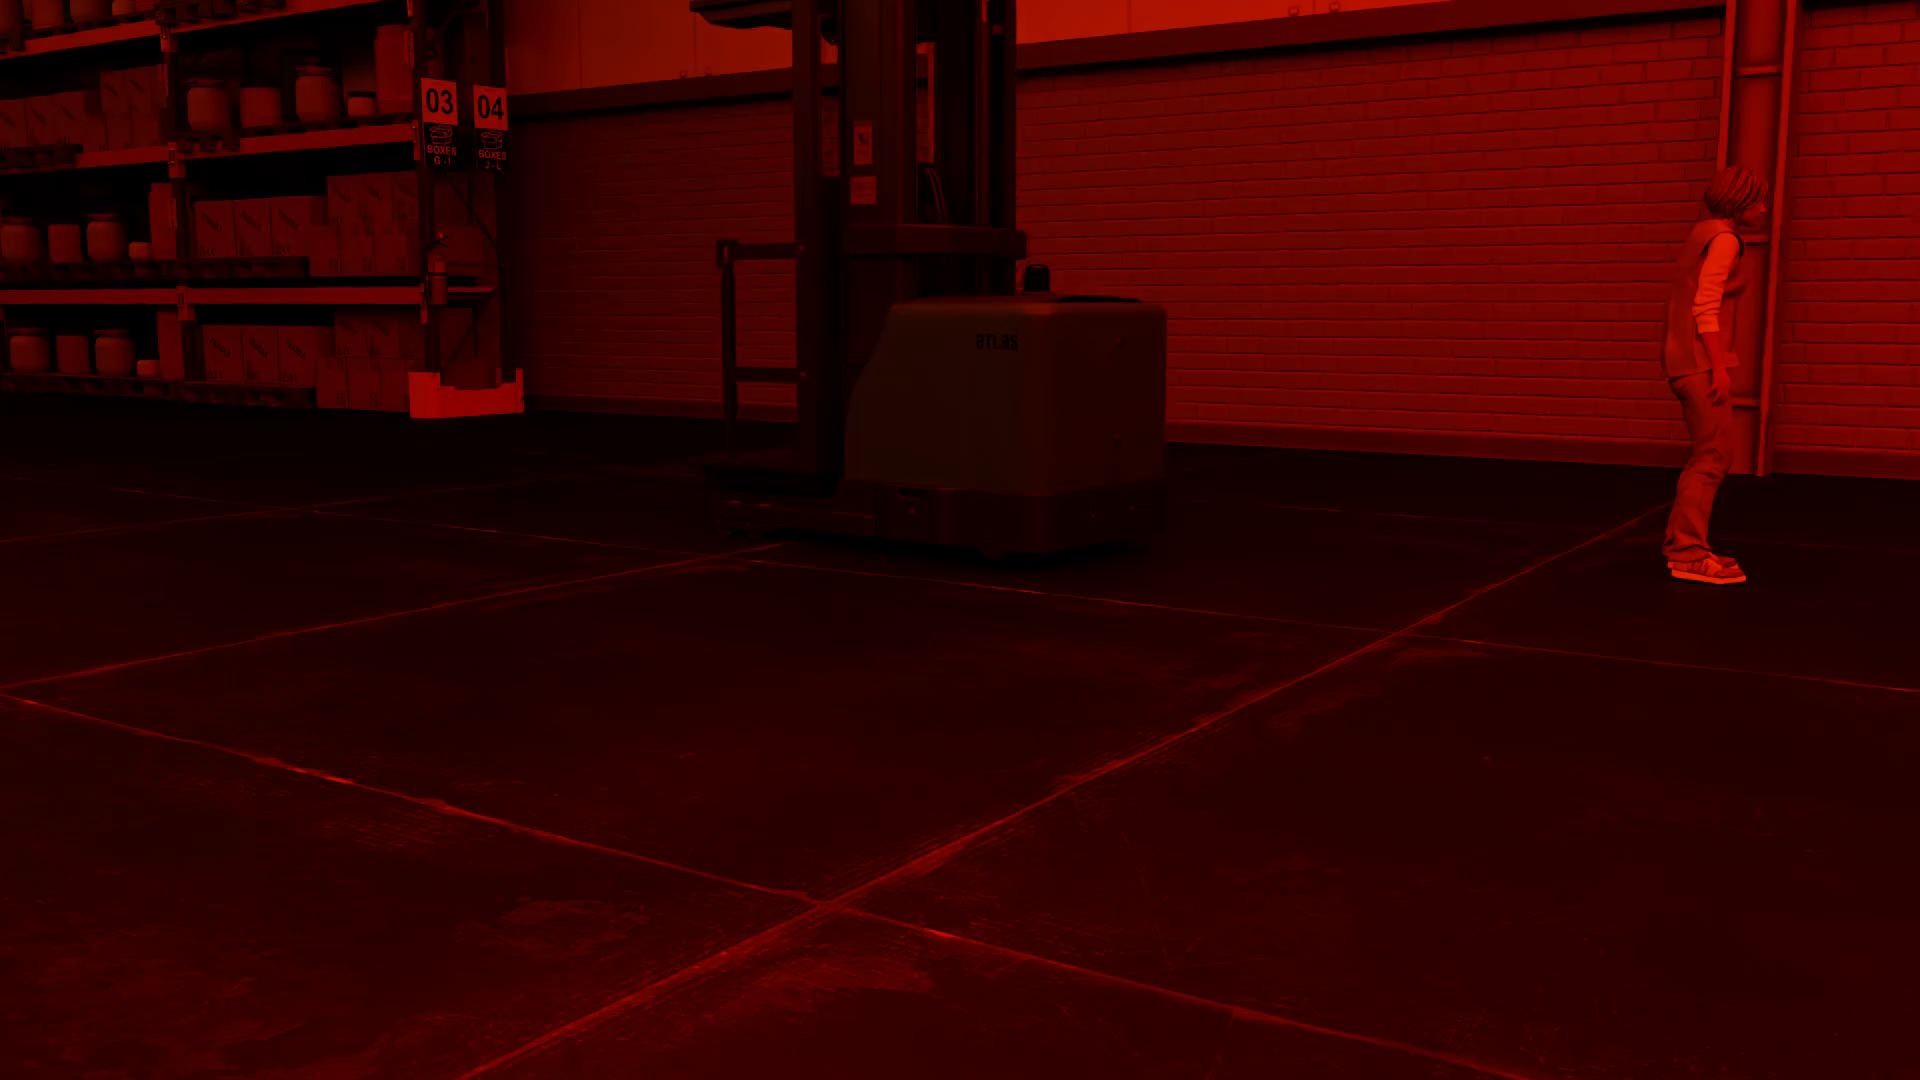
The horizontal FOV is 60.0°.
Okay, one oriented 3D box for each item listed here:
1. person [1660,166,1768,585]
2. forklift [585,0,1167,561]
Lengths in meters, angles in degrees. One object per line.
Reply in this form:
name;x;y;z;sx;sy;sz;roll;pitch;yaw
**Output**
person;2.918;-0.644;6.488;0.347;1.590;0.464;3;9;19
forklift;-0.549;-1.507;7.792;3.031;2.935;1.130;6;10;37
